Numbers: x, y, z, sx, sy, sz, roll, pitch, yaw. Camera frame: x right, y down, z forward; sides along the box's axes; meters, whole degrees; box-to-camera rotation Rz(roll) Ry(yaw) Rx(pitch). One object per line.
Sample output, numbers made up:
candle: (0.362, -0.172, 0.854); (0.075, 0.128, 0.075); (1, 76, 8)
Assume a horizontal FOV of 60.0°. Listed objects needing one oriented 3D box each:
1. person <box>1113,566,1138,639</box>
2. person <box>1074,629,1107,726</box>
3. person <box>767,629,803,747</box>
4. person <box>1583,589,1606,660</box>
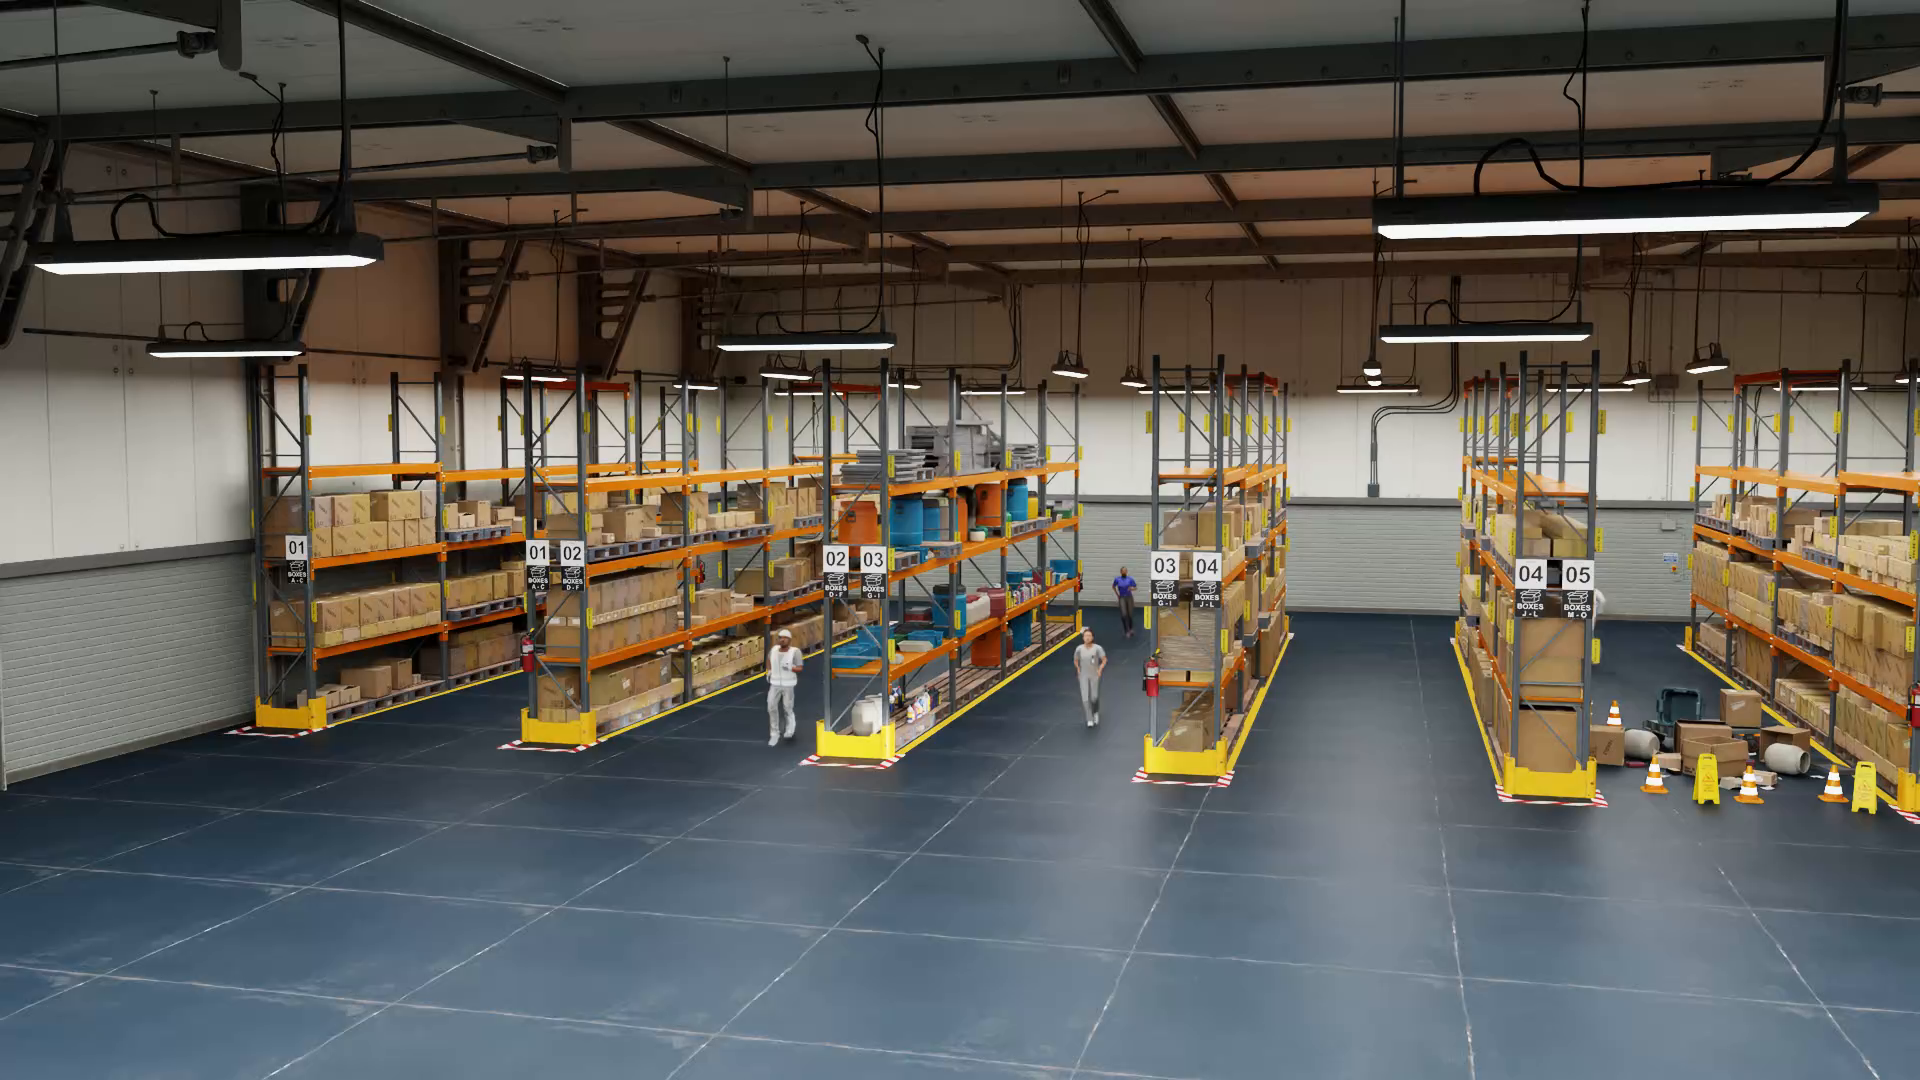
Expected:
person: (3.911, 1.471, 39.391); (0.582, 1.709, 0.745); (0, 4, 2)
person: (2.133, 2.285, 27.494); (0.539, 1.626, 0.541); (1, 4, 12)
person: (-2.775, 2.305, 26.113); (0.660, 1.814, 0.757); (1, 4, 9)
person: (13.238, 1.659, 35.179); (0.704, 1.761, 1.049); (0, 4, 7)
